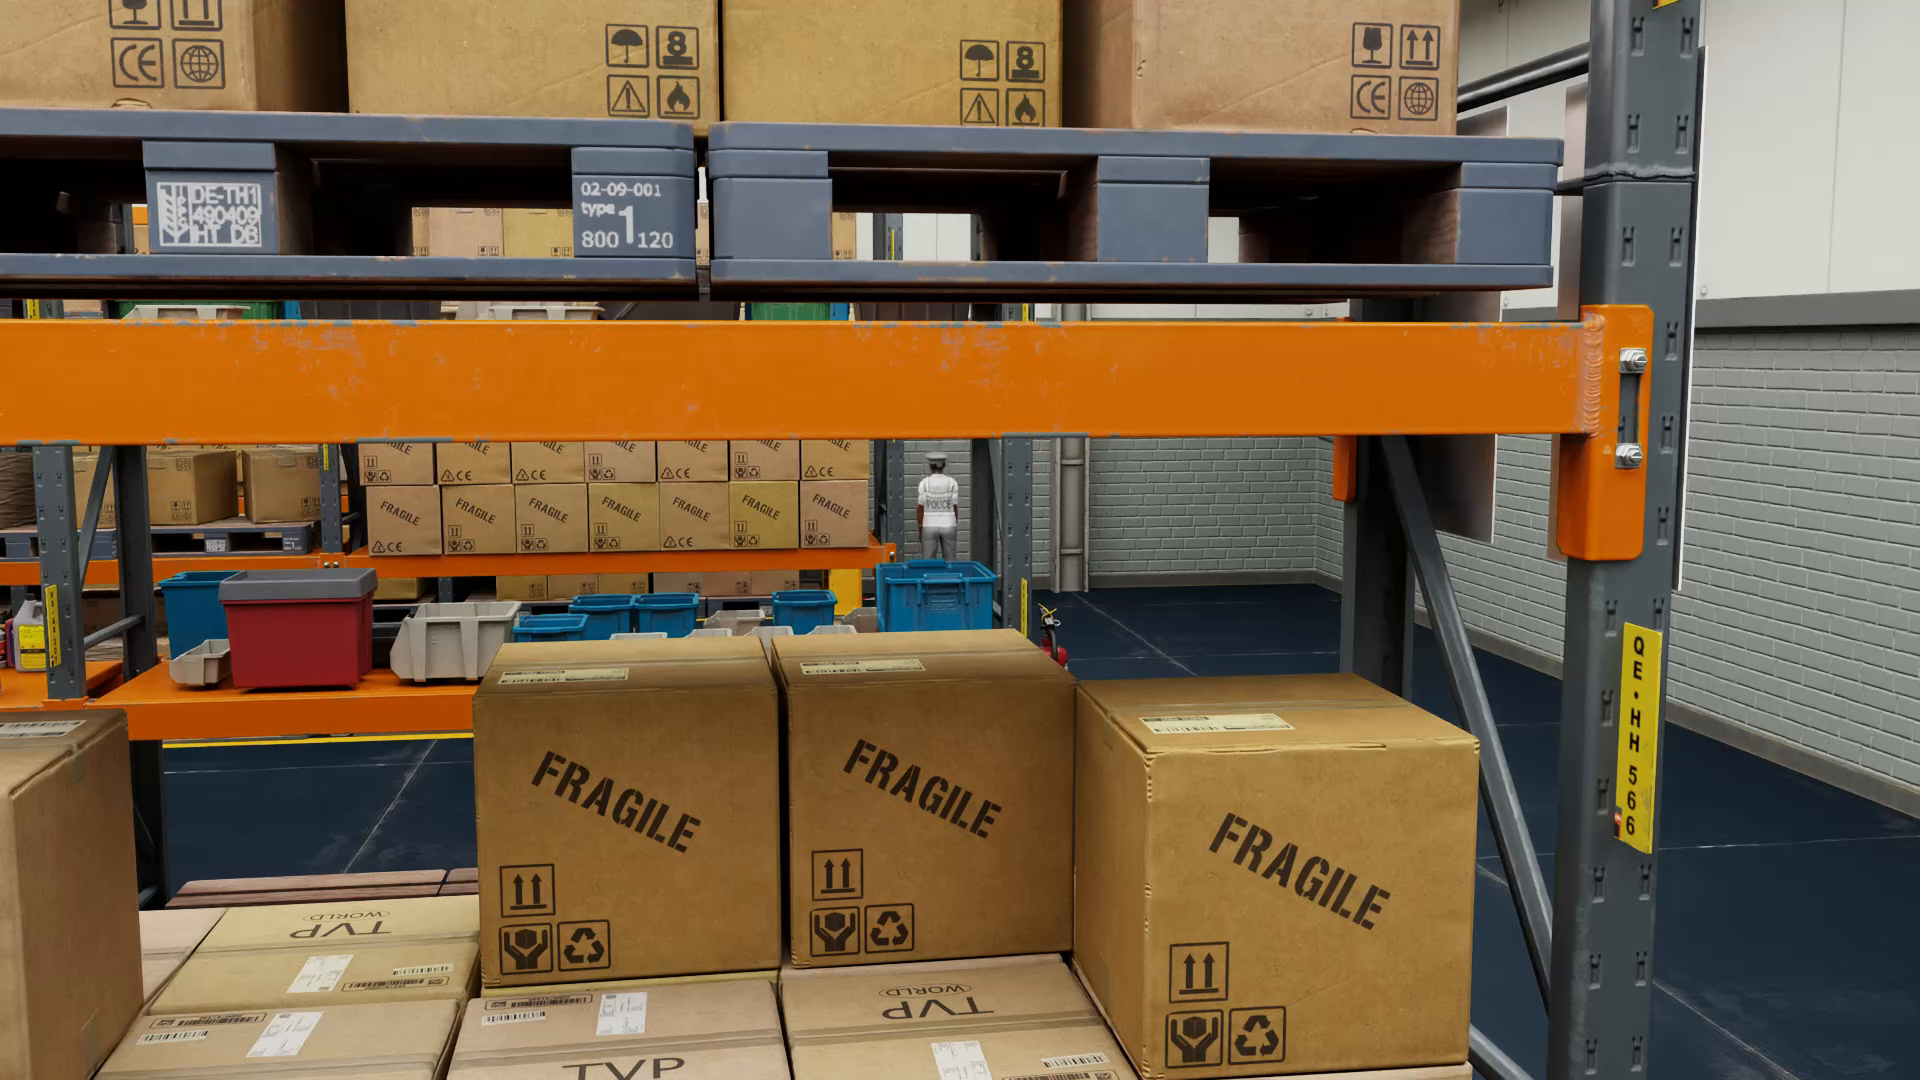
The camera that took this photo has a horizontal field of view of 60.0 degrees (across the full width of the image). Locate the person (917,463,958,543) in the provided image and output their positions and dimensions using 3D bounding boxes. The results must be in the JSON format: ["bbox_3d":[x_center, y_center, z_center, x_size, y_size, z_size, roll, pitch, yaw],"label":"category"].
[{"bbox_3d":[-0.241,-0.395,17.601,0.438,0.926,0.340,-1,7,-8],"label":"person"}]
